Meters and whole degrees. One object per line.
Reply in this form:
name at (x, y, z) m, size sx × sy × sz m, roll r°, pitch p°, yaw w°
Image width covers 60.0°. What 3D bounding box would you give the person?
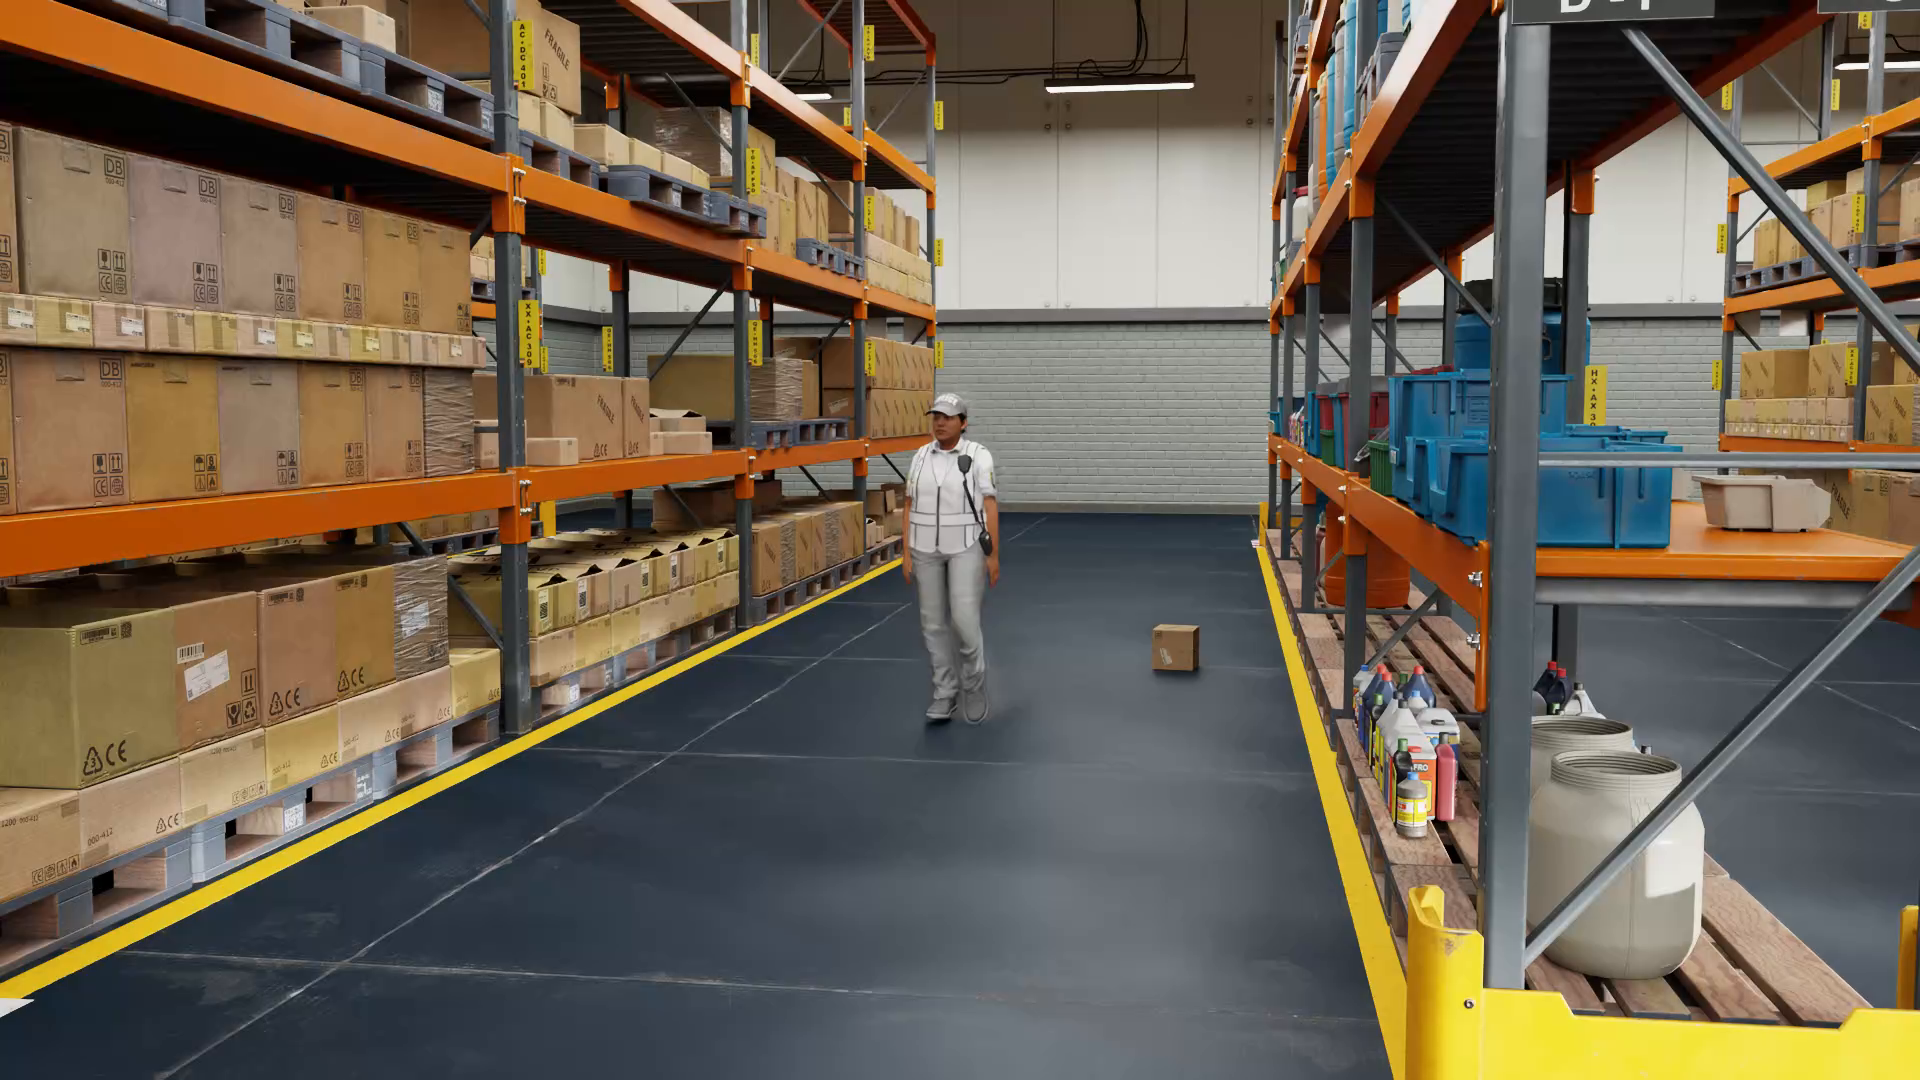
person at (-0.069, 0.100, 8.470) m, size 0.507 × 1.688 × 0.463 m, roll 2°, pitch 5°, yaw 20°
